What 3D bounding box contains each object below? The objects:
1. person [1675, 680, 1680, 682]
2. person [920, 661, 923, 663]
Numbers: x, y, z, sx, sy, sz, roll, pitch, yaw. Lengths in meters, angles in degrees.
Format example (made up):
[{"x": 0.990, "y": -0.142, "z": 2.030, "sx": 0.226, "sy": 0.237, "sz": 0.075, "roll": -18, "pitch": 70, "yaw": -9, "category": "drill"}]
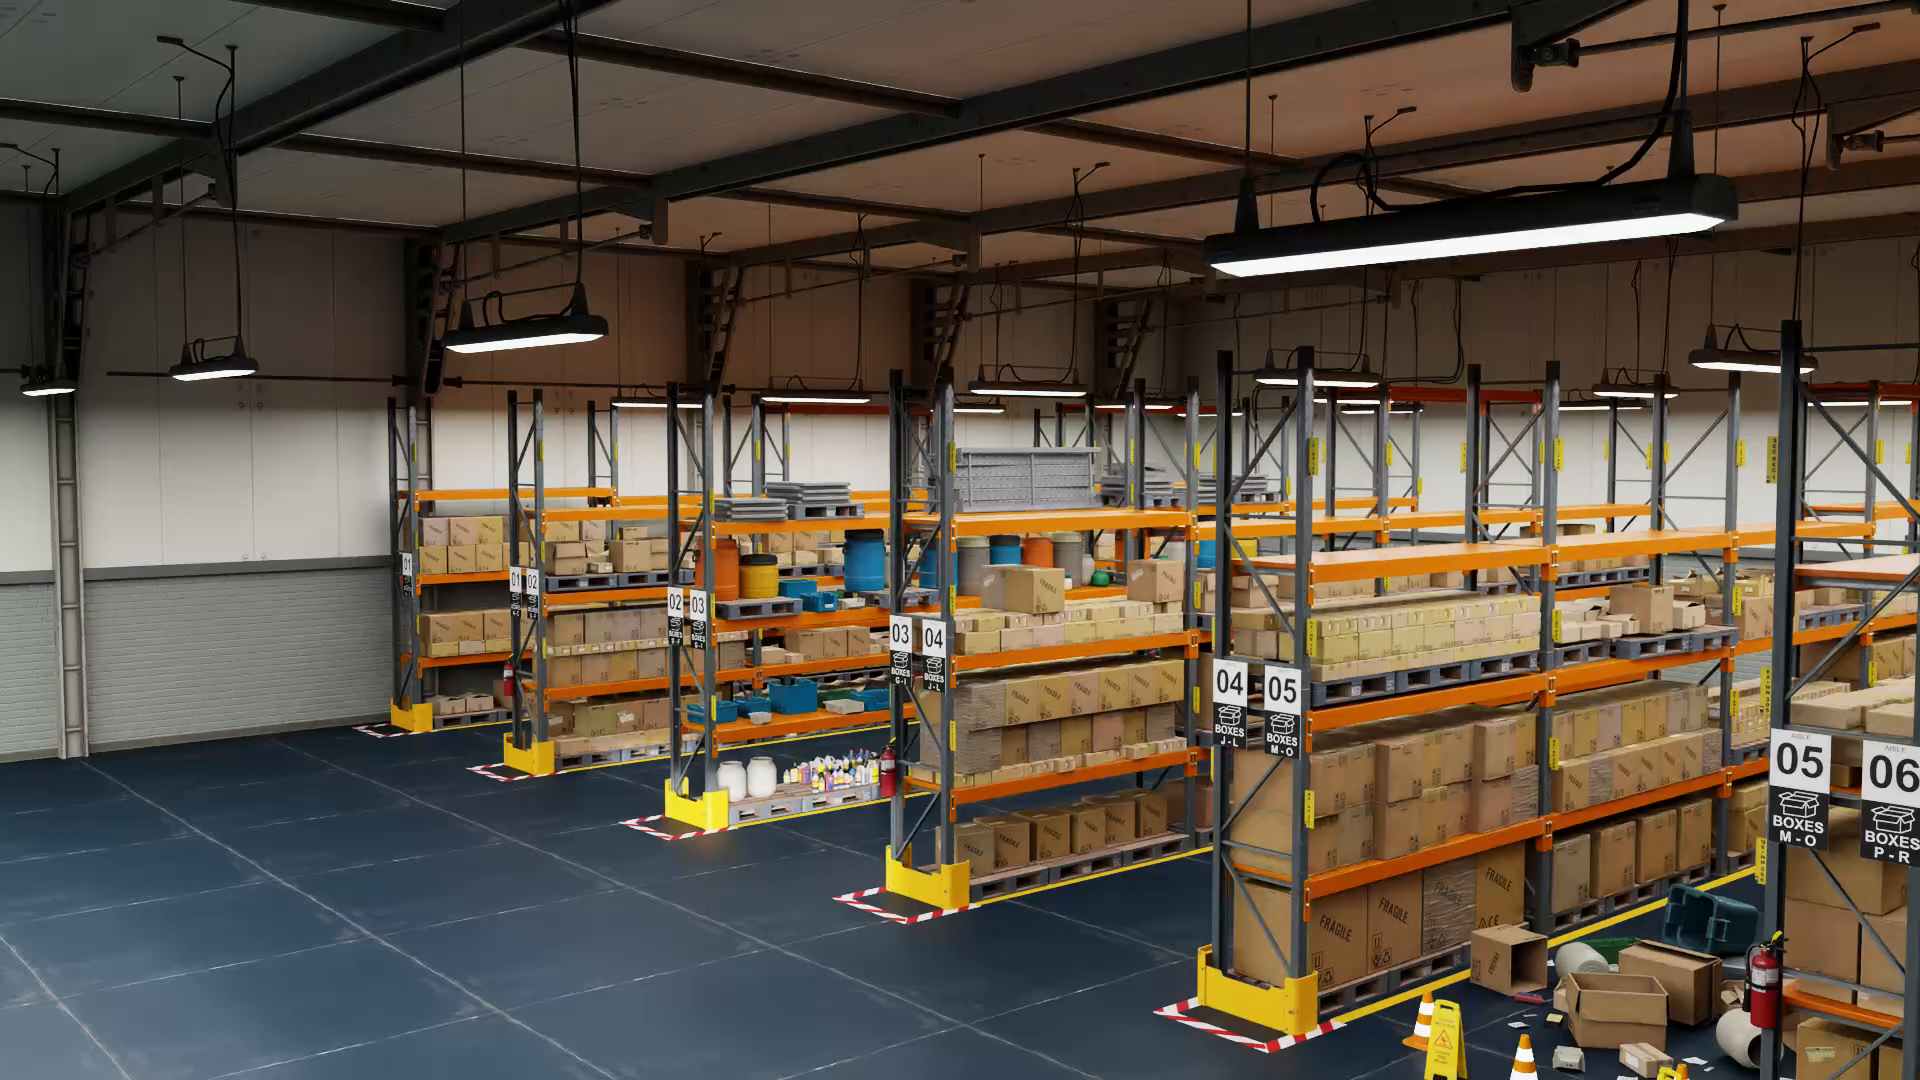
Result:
[{"x": 10.196, "y": 2.901, "z": 23.616, "sx": 0.863, "sy": 1.821, "sz": 0.734, "roll": -3, "pitch": 5, "yaw": -43, "category": "person"}, {"x": -0.425, "y": 2.604, "z": 29.214, "sx": 0.649, "sy": 1.745, "sz": 0.748, "roll": -3, "pitch": 4, "yaw": -40, "category": "person"}]
